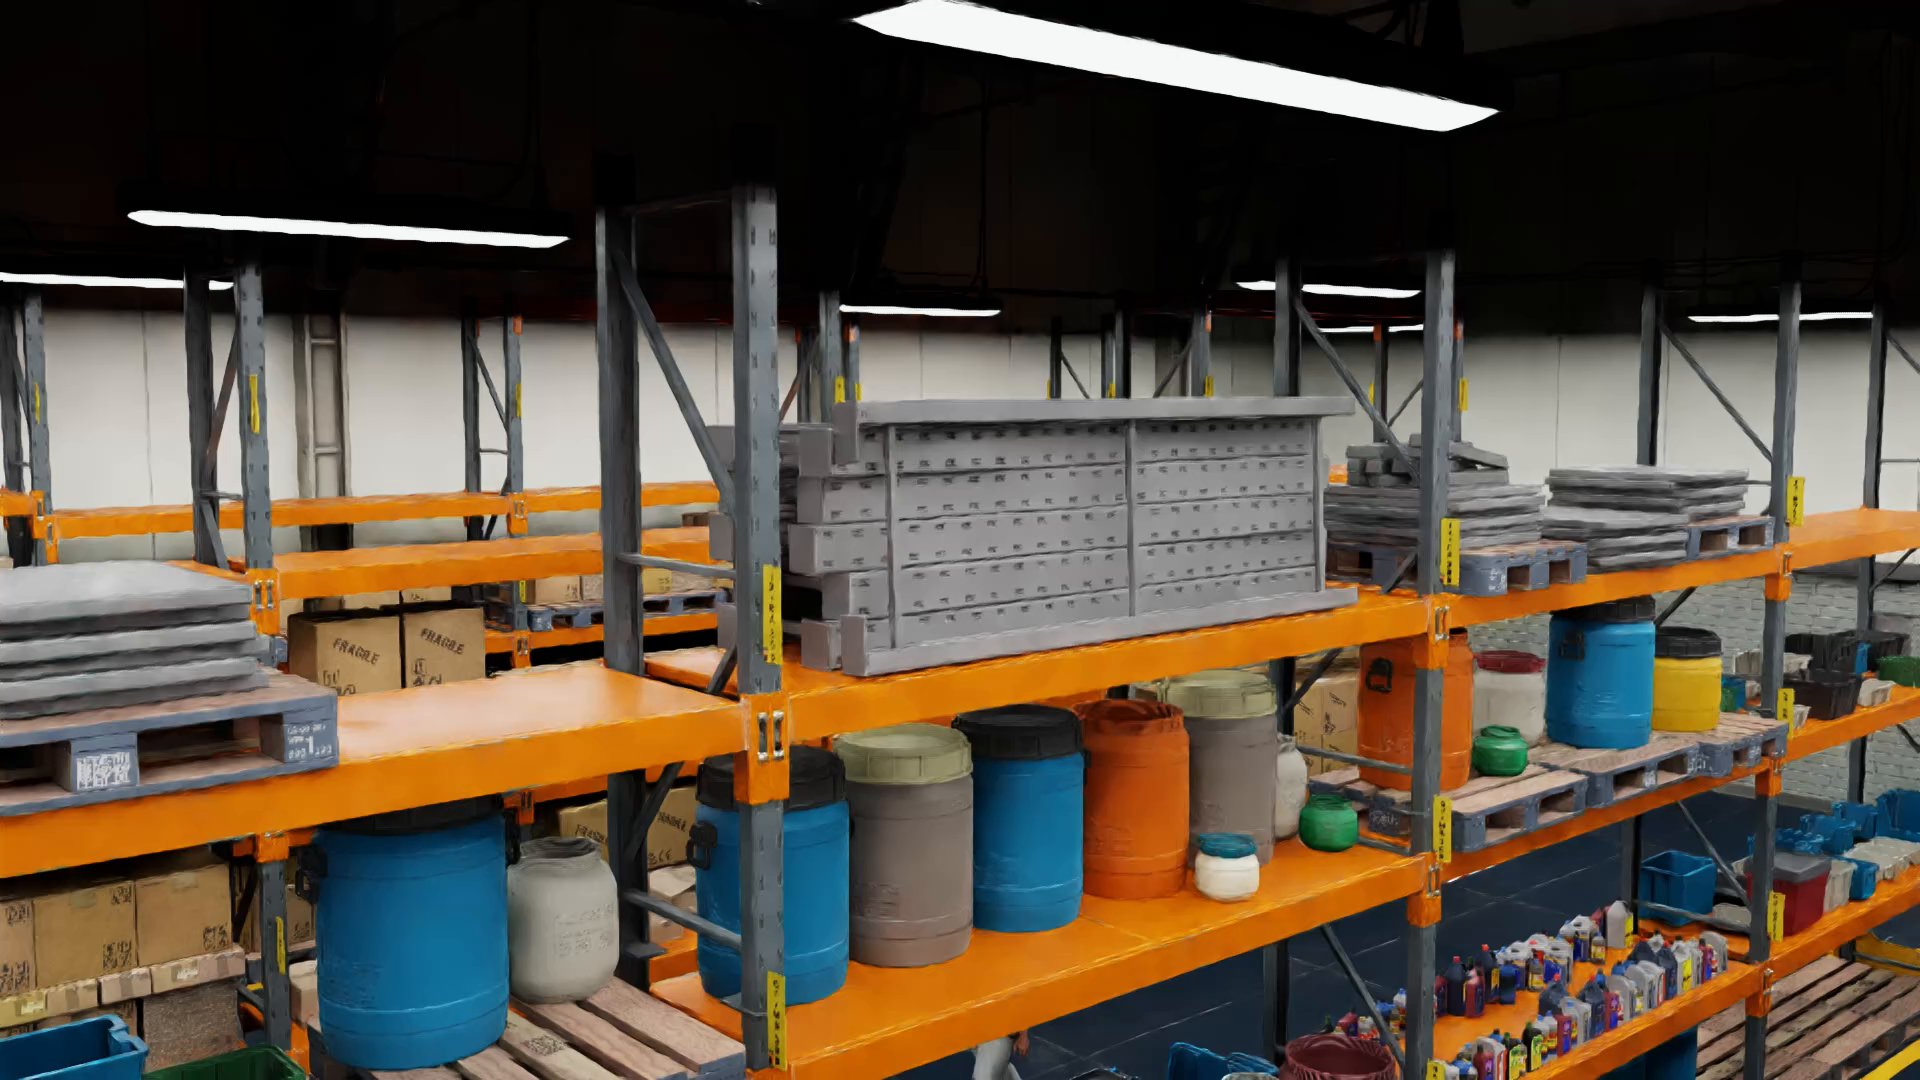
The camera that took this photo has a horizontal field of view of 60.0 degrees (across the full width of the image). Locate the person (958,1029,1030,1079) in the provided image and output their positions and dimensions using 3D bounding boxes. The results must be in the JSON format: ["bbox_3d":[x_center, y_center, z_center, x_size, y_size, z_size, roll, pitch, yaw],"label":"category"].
[{"bbox_3d":[0.137,3.258,11.121,1.115,1.672,0.547,-5,7,-43],"label":"person"}]

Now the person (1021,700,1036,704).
[{"bbox_3d":[0.795,2.516,18.882,1.197,1.699,0.600,-5,7,-43],"label":"person"}]
